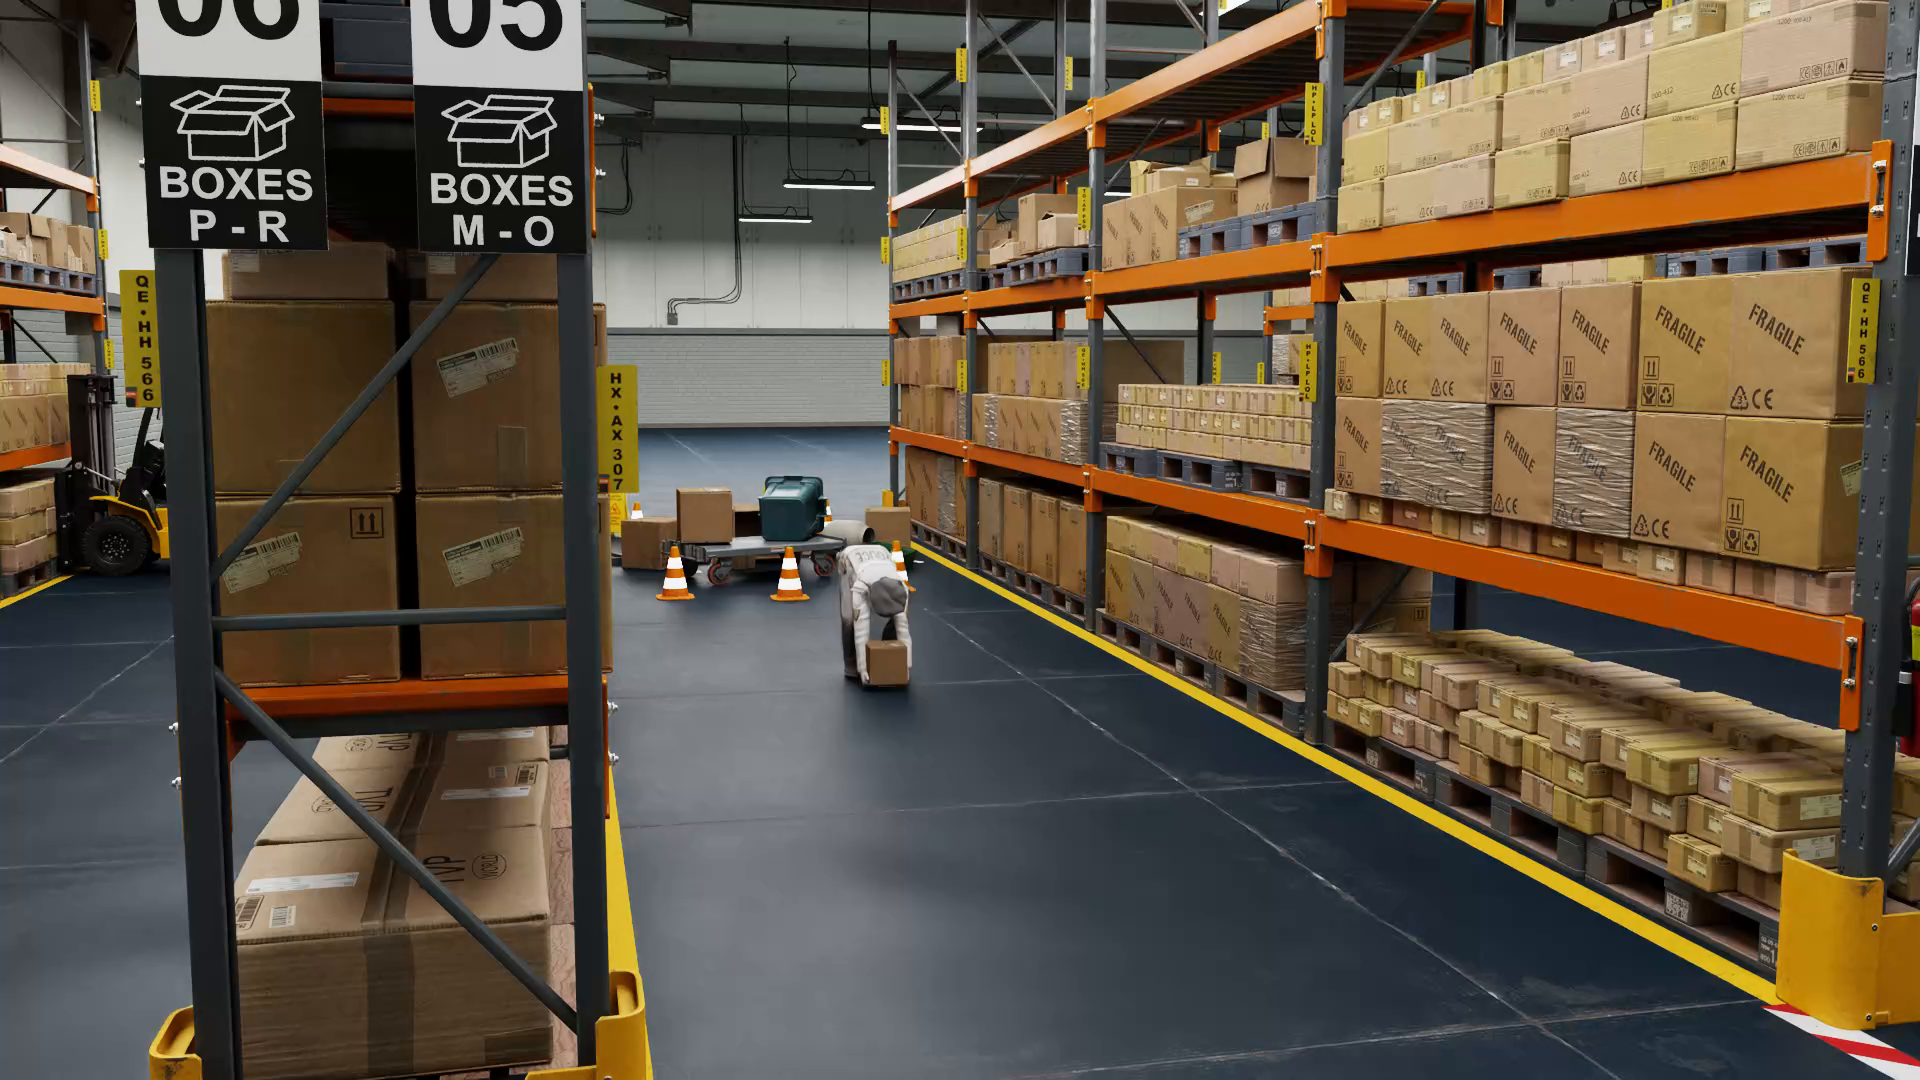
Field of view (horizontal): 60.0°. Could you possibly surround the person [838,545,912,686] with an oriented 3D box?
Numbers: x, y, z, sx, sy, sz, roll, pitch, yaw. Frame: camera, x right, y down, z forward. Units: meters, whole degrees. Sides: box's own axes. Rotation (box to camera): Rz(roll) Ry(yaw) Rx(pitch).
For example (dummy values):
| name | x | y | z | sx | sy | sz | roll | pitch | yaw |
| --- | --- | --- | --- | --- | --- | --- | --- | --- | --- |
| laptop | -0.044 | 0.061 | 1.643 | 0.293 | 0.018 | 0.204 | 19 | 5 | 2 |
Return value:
| name | x | y | z | sx | sy | sz | roll | pitch | yaw |
| --- | --- | --- | --- | --- | --- | --- | --- | --- | --- |
| person | -0.567 | 0.499 | 11.185 | 0.460 | 0.889 | 0.879 | -2 | 6 | -16 |
